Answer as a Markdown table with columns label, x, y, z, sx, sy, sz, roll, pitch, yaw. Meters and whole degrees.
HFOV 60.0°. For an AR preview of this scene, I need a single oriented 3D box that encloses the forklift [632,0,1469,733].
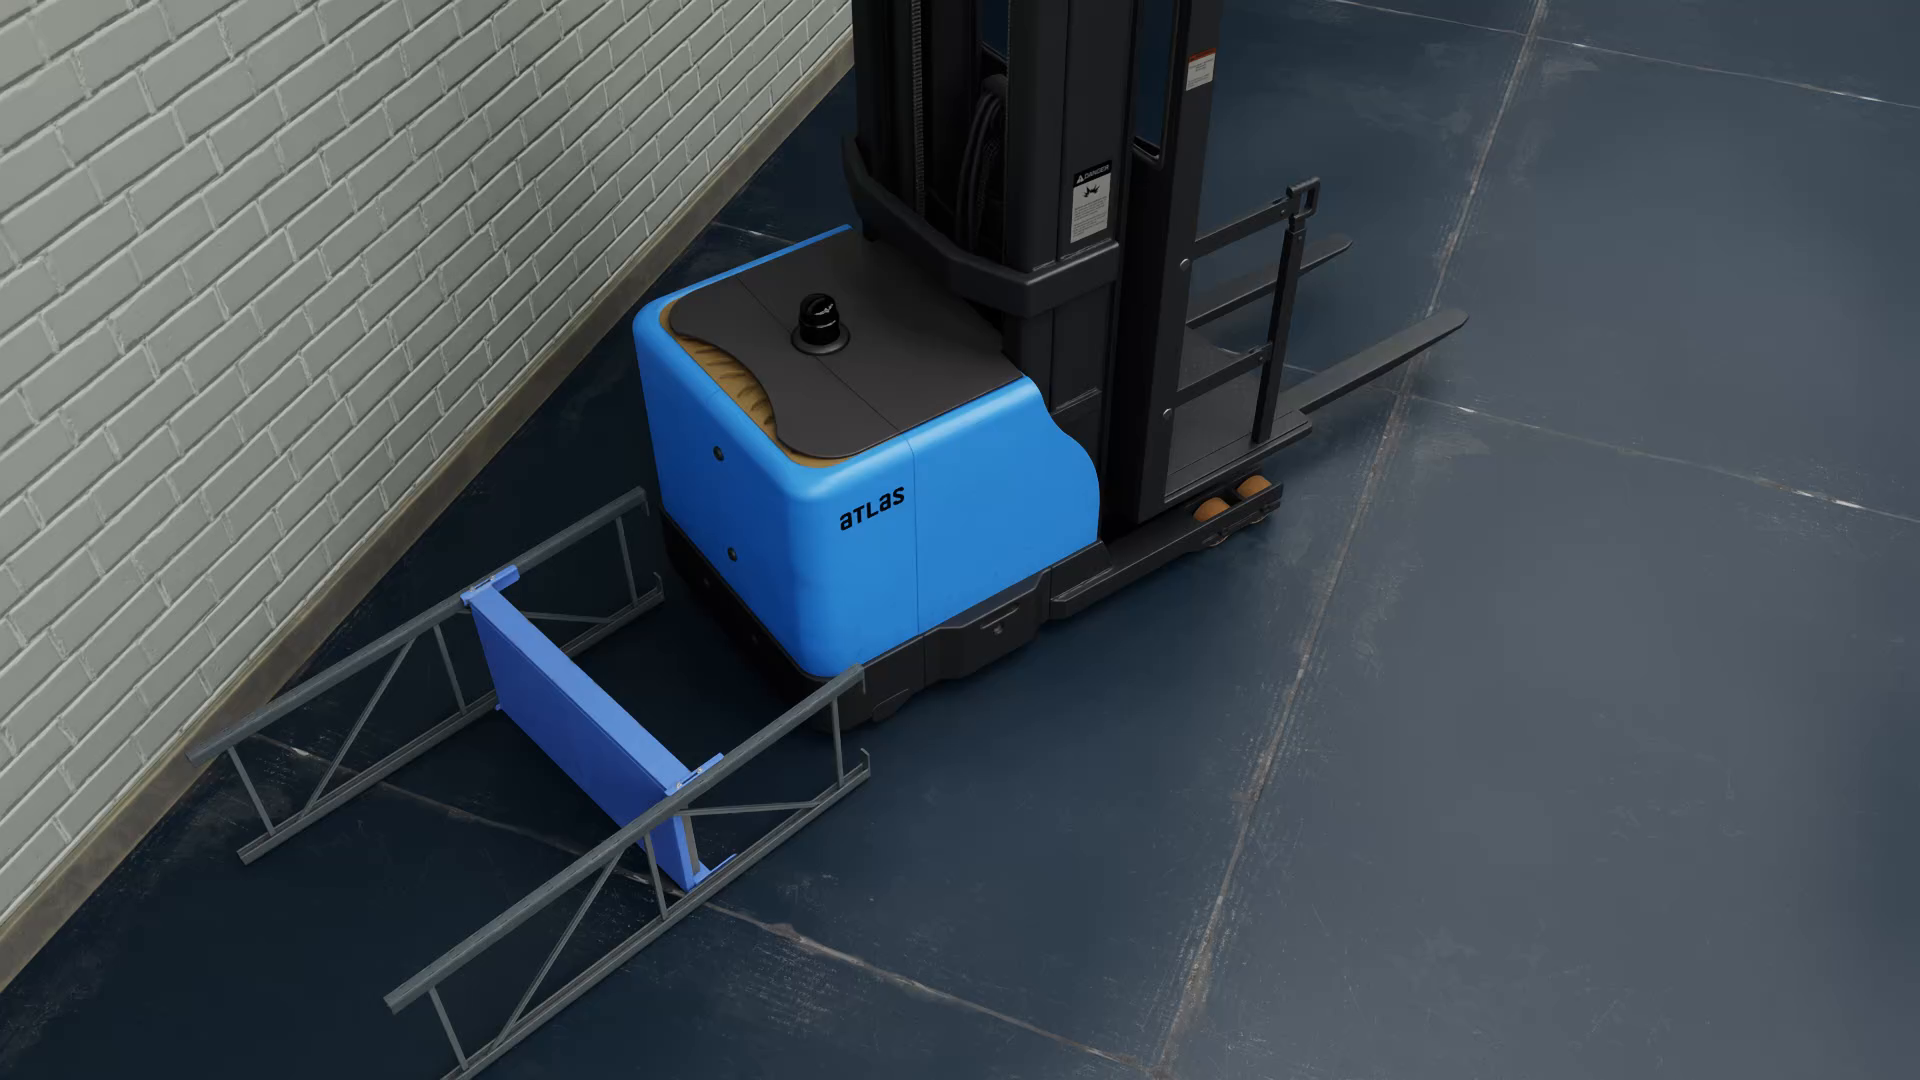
| label | x | y | z | sx | sy | sz | roll | pitch | yaw |
| --- | --- | --- | --- | --- | --- | --- | --- | --- | --- |
| forklift | 0.505 | -1.296 | 4.974 | 3.031 | 2.935 | 1.130 | -27 | 51 | -24 |

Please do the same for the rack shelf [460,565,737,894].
| label | x | y | z | sx | sy | sz | roll | pitch | yaw |
| --- | --- | --- | --- | --- | --- | --- | --- | --- | --- |
| rack shelf | -1.043 | 0.551 | 4.814 | 0.185 | 0.538 | 1.000 | -35 | 54 | -30 |

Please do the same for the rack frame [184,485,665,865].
| label | x | y | z | sx | sy | sz | roll | pitch | yaw |
| --- | --- | --- | --- | --- | --- | --- | --- | --- | --- |
| rack frame | -1.527 | 0.383 | 4.983 | 1.500 | 0.500 | 0.032 | -35 | 54 | -30 |

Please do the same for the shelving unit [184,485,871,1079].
| label | x | y | z | sx | sy | sz | roll | pitch | yaw |
| --- | --- | --- | --- | --- | --- | --- | --- | --- | --- |
| shelving unit | -1.172 | 0.640 | 4.725 | 1.500 | 0.538 | 1.048 | -35 | 54 | -30 |

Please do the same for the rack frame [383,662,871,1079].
| label | x | y | z | sx | sy | sz | roll | pitch | yaw |
| --- | --- | --- | --- | --- | --- | --- | --- | --- | --- |
| rack frame | -0.817 | 0.896 | 4.468 | 1.500 | 0.500 | 0.032 | -35 | 54 | -30 |
